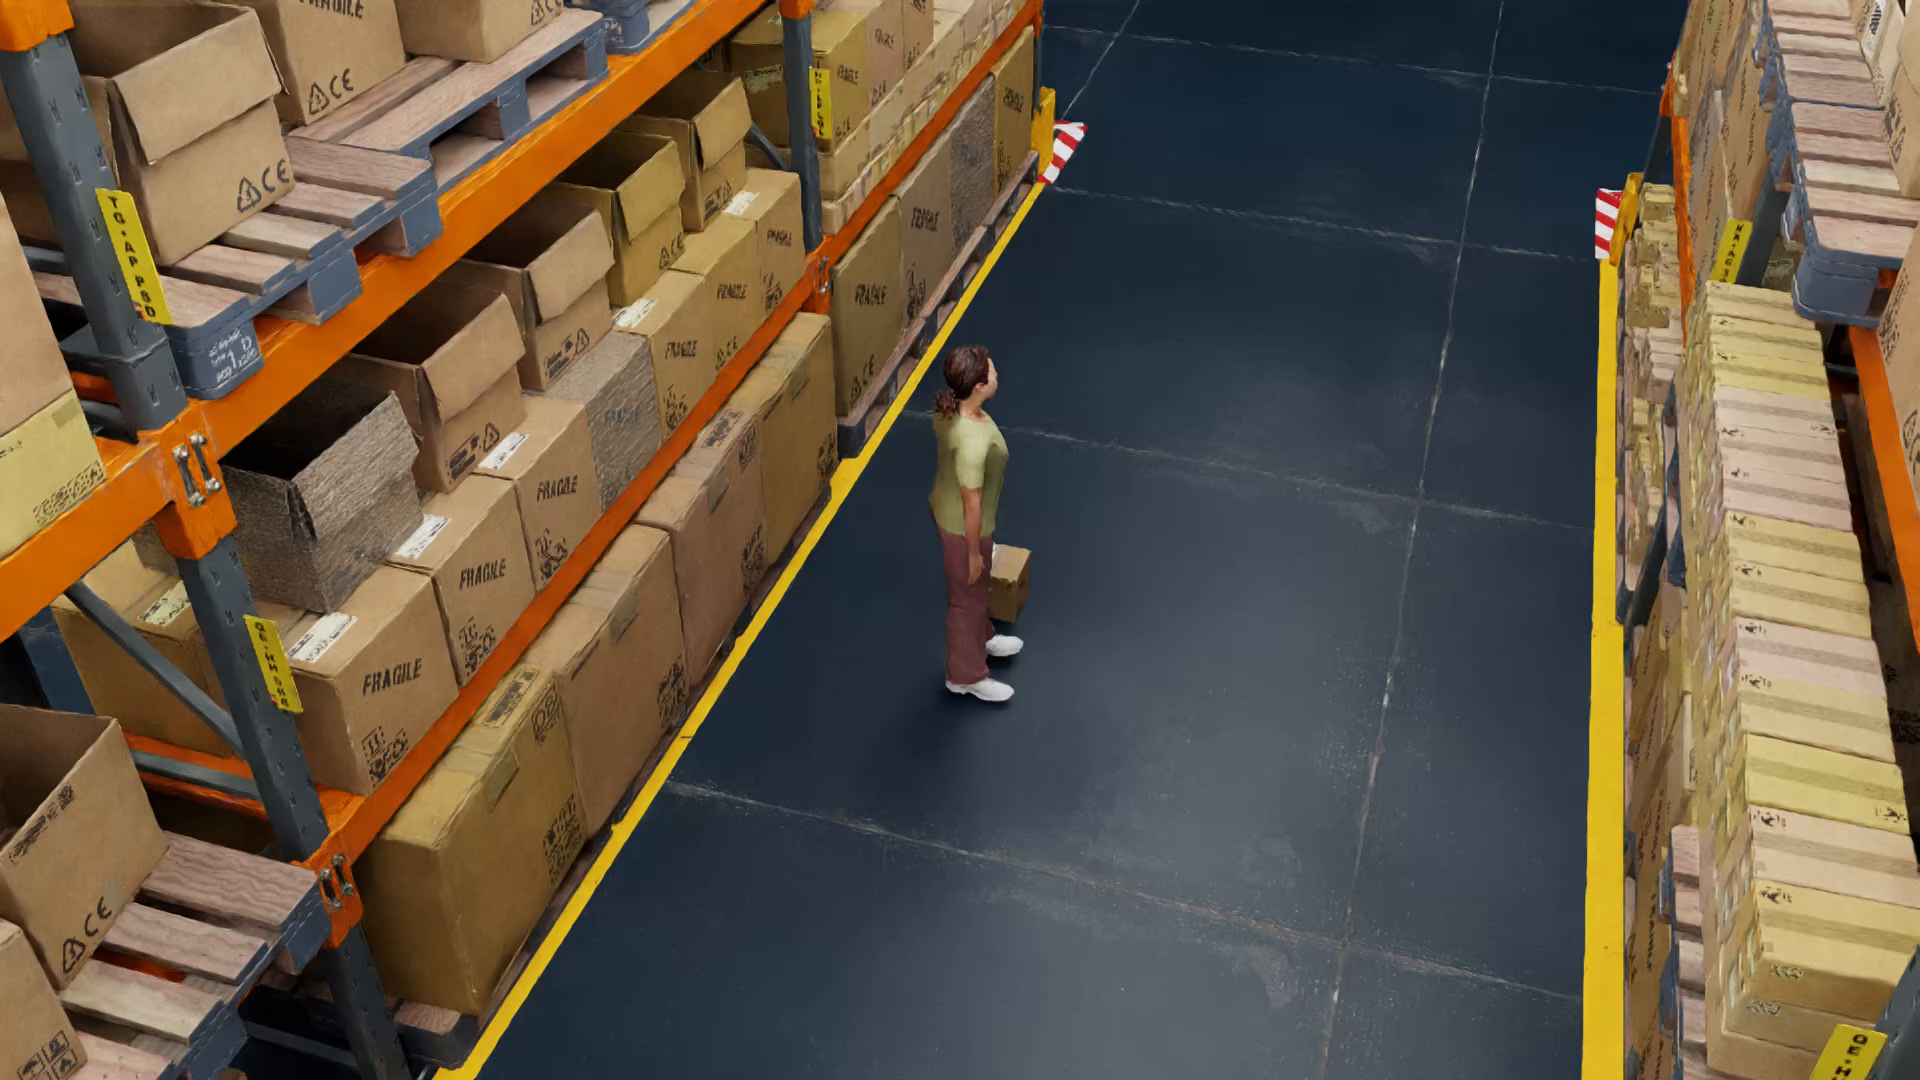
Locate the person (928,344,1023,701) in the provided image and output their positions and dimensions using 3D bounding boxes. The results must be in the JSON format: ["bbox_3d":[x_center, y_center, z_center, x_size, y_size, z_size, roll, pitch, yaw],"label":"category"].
[{"bbox_3d":[0.097,-0.064,6.951,0.443,1.662,0.497,-10,38,-13],"label":"person"}]
